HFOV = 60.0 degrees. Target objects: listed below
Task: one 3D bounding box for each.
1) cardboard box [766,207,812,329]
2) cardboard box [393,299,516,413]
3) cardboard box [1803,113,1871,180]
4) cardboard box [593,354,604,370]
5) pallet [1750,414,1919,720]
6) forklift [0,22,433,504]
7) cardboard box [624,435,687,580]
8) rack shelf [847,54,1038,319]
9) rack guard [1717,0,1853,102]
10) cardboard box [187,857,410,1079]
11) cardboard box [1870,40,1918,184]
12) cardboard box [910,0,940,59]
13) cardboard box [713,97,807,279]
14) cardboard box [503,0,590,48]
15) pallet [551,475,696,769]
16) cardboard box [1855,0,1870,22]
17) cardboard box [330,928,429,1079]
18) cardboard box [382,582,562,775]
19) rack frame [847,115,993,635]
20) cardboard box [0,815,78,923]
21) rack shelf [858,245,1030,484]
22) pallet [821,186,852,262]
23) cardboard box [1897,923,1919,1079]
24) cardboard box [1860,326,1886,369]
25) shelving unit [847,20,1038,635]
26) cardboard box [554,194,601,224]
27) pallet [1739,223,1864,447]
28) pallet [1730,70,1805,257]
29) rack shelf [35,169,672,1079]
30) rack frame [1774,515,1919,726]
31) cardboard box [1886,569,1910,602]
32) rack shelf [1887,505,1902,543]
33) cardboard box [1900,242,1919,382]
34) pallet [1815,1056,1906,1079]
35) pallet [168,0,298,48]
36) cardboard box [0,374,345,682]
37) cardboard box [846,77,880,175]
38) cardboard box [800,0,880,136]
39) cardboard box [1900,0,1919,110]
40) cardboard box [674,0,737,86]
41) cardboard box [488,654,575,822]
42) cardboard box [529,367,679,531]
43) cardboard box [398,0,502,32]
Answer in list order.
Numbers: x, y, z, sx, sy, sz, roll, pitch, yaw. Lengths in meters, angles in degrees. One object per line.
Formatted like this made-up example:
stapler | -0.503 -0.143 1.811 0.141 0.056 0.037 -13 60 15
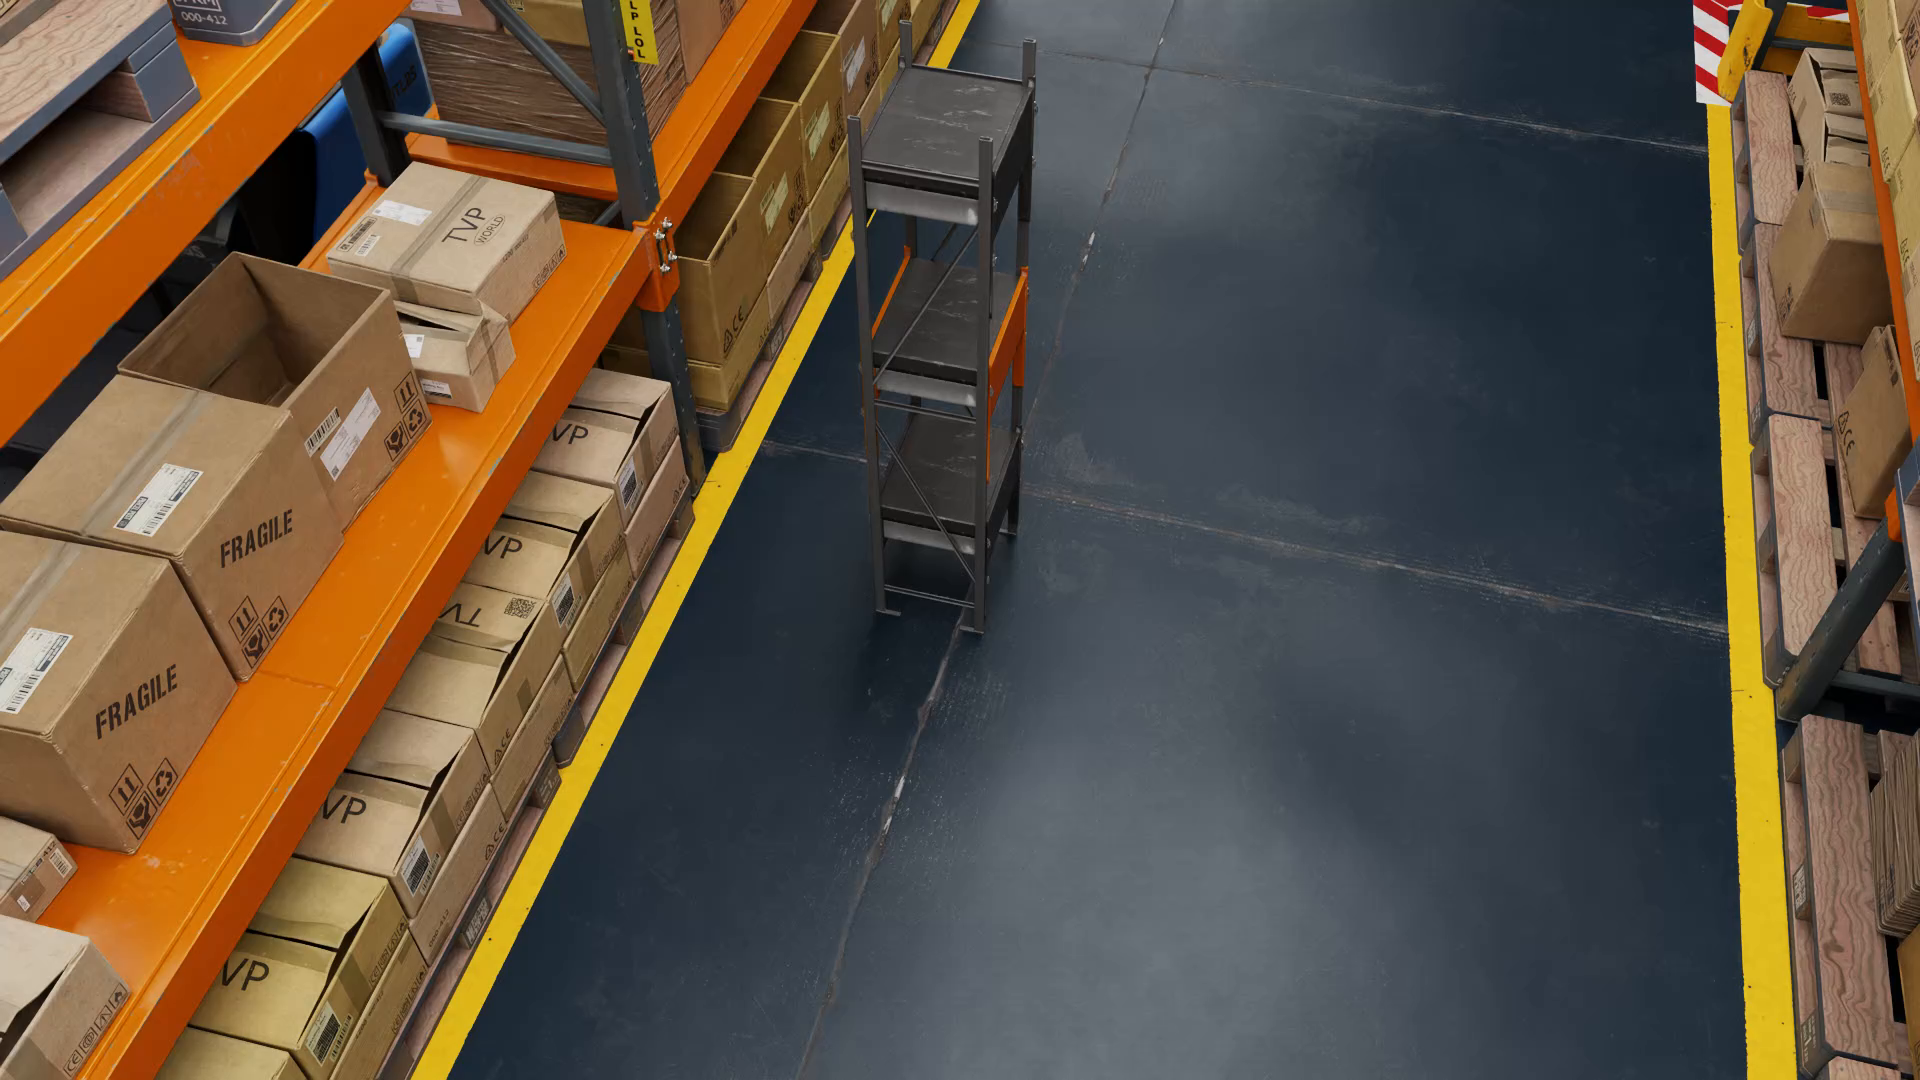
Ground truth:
cardboard box | -0.931 -1.159 6.826 0.500 0.250 0.500 12 50 10
cardboard box | -1.537 -0.577 4.848 0.396 0.266 0.258 10 49 9
cardboard box | 3.932 -1.573 7.137 0.500 0.311 0.500 15 50 13
cardboard box | -1.571 -0.901 6.599 0.500 0.250 0.500 12 50 10
pallet | 3.440 0.111 6.011 1.003 0.211 1.213 12 50 10
forklift | -3.070 -1.361 5.496 1.130 2.935 3.031 12 50 11
cardboard box | -1.312 -0.165 5.949 0.500 0.250 0.500 11 50 10
rack shelf | -0.044 -1.029 4.842 0.431 0.518 0.480 12 50 10
rack guard | 4.331 -2.330 7.973 1.175 0.500 0.348 12 50 10
cardboard box | -1.847 1.114 4.446 0.500 0.311 0.500 10 49 9
cardboard box | 3.387 -1.404 5.575 0.500 0.250 0.500 11 50 10
cardboard box | -0.406 -2.606 8.103 0.500 0.250 0.500 12 50 10
cardboard box | -0.934 -1.408 6.545 0.500 0.500 0.500 12 50 10
cardboard box | -1.225 -1.697 5.248 0.380 0.149 0.250 11 50 10
pallet | -1.639 0.170 5.959 1.003 0.211 1.213 12 50 10
cardboard box | 3.653 -2.133 6.218 0.500 0.250 0.500 11 49 9
cardboard box | -1.851 1.309 4.648 0.500 0.250 0.500 10 49 9
cardboard box | -1.577 0.379 5.094 0.500 0.311 0.500 11 50 10
rack frame | -0.108 -0.399 5.201 0.400 2.100 0.015 12 50 10
cardboard box | -2.254 0.749 3.756 0.380 0.149 0.250 15 50 13
rack shelf | -0.044 -0.566 5.367 0.431 0.518 0.480 12 50 10
pallet | -0.913 -1.823 7.718 1.003 0.211 1.213 12 50 10
cardboard box | 3.032 1.282 4.491 0.700 0.500 0.500 11 49 9
cardboard box | 3.738 -0.674 6.452 0.380 0.149 0.250 8 49 7
shelving unit | -0.044 -0.575 5.357 0.431 2.100 0.503 12 50 10
cardboard box | -1.428 -1.509 6.635 0.500 0.500 0.500 12 50 10
pallet | 3.760 -0.774 6.792 1.003 0.211 1.213 12 50 10
pallet | 4.083 -1.654 7.569 1.003 0.211 1.213 12 50 10
rack shelf | -2.009 0.391 4.384 1.077 0.370 4.000 12 50 10
rack frame | 3.298 -0.319 4.531 1.000 3.000 0.127 12 50 10
cardboard box | 3.410 0.080 5.775 0.380 0.166 0.250 6 49 5
rack shelf | 2.771 1.366 3.524 1.077 0.370 4.000 12 50 10
cardboard box | 3.130 -0.678 4.934 0.500 0.250 0.500 12 50 10
pallet | 2.775 2.053 4.297 1.003 0.211 1.213 12 50 10
pallet | -1.702 -1.582 3.773 0.805 0.209 1.217 10 49 9
cardboard box | -1.971 -0.031 4.210 0.500 0.500 0.500 12 50 10
cardboard box | -0.669 -1.882 7.464 0.500 0.250 0.500 12 50 10
cardboard box | -0.665 -2.130 7.183 0.500 0.500 0.500 12 50 10
cardboard box | 3.393 -1.651 5.293 0.500 0.500 0.500 10 49 9
cardboard box | -1.239 -2.032 5.976 0.700 0.500 0.500 11 50 10
cardboard box | -1.581 0.570 5.300 0.500 0.250 0.500 13 50 11
cardboard box | -1.312 -0.359 5.746 0.500 0.311 0.500 12 50 10
cardboard box | -1.617 -1.780 5.321 0.380 0.149 0.250 12 50 10
